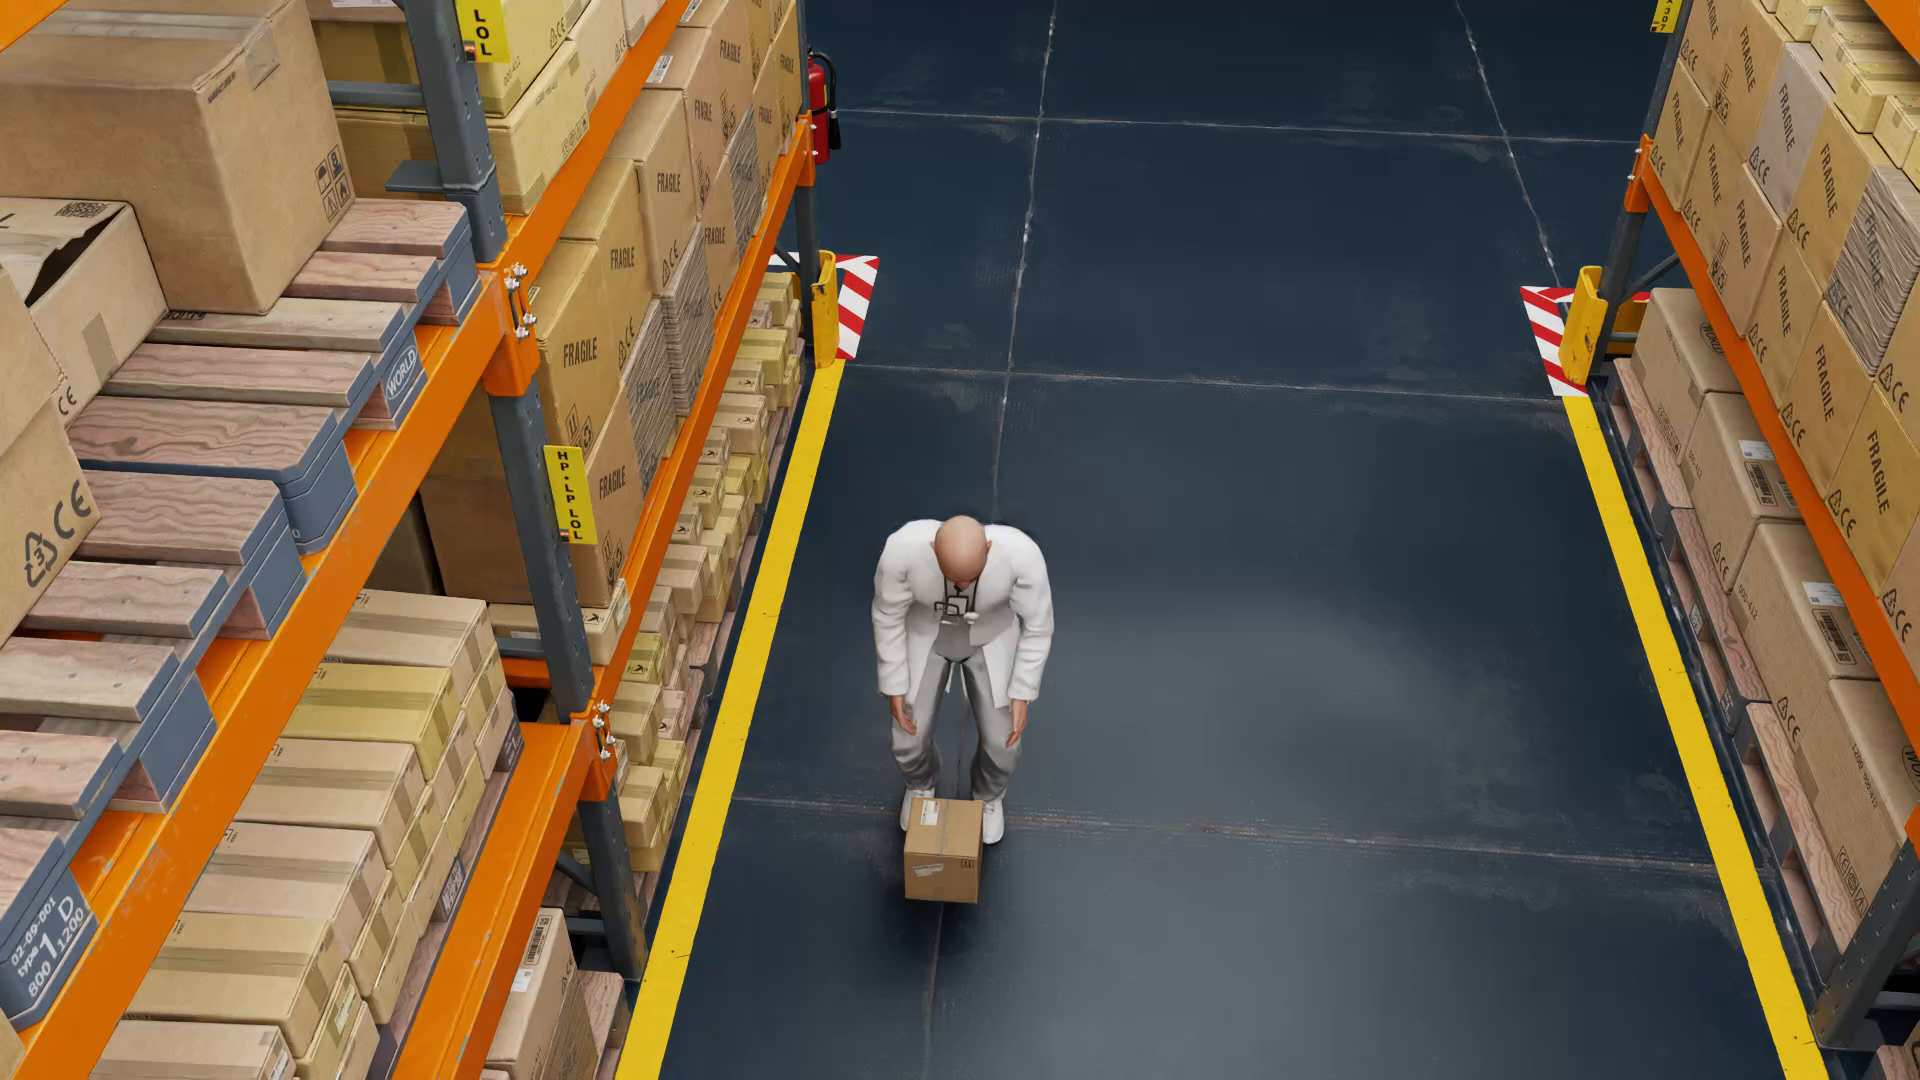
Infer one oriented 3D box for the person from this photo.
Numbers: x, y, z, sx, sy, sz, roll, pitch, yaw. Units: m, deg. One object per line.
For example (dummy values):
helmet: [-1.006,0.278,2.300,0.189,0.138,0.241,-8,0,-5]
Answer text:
person: [0.013,0.417,5.835,0.625,1.564,0.612,4,40,4]
